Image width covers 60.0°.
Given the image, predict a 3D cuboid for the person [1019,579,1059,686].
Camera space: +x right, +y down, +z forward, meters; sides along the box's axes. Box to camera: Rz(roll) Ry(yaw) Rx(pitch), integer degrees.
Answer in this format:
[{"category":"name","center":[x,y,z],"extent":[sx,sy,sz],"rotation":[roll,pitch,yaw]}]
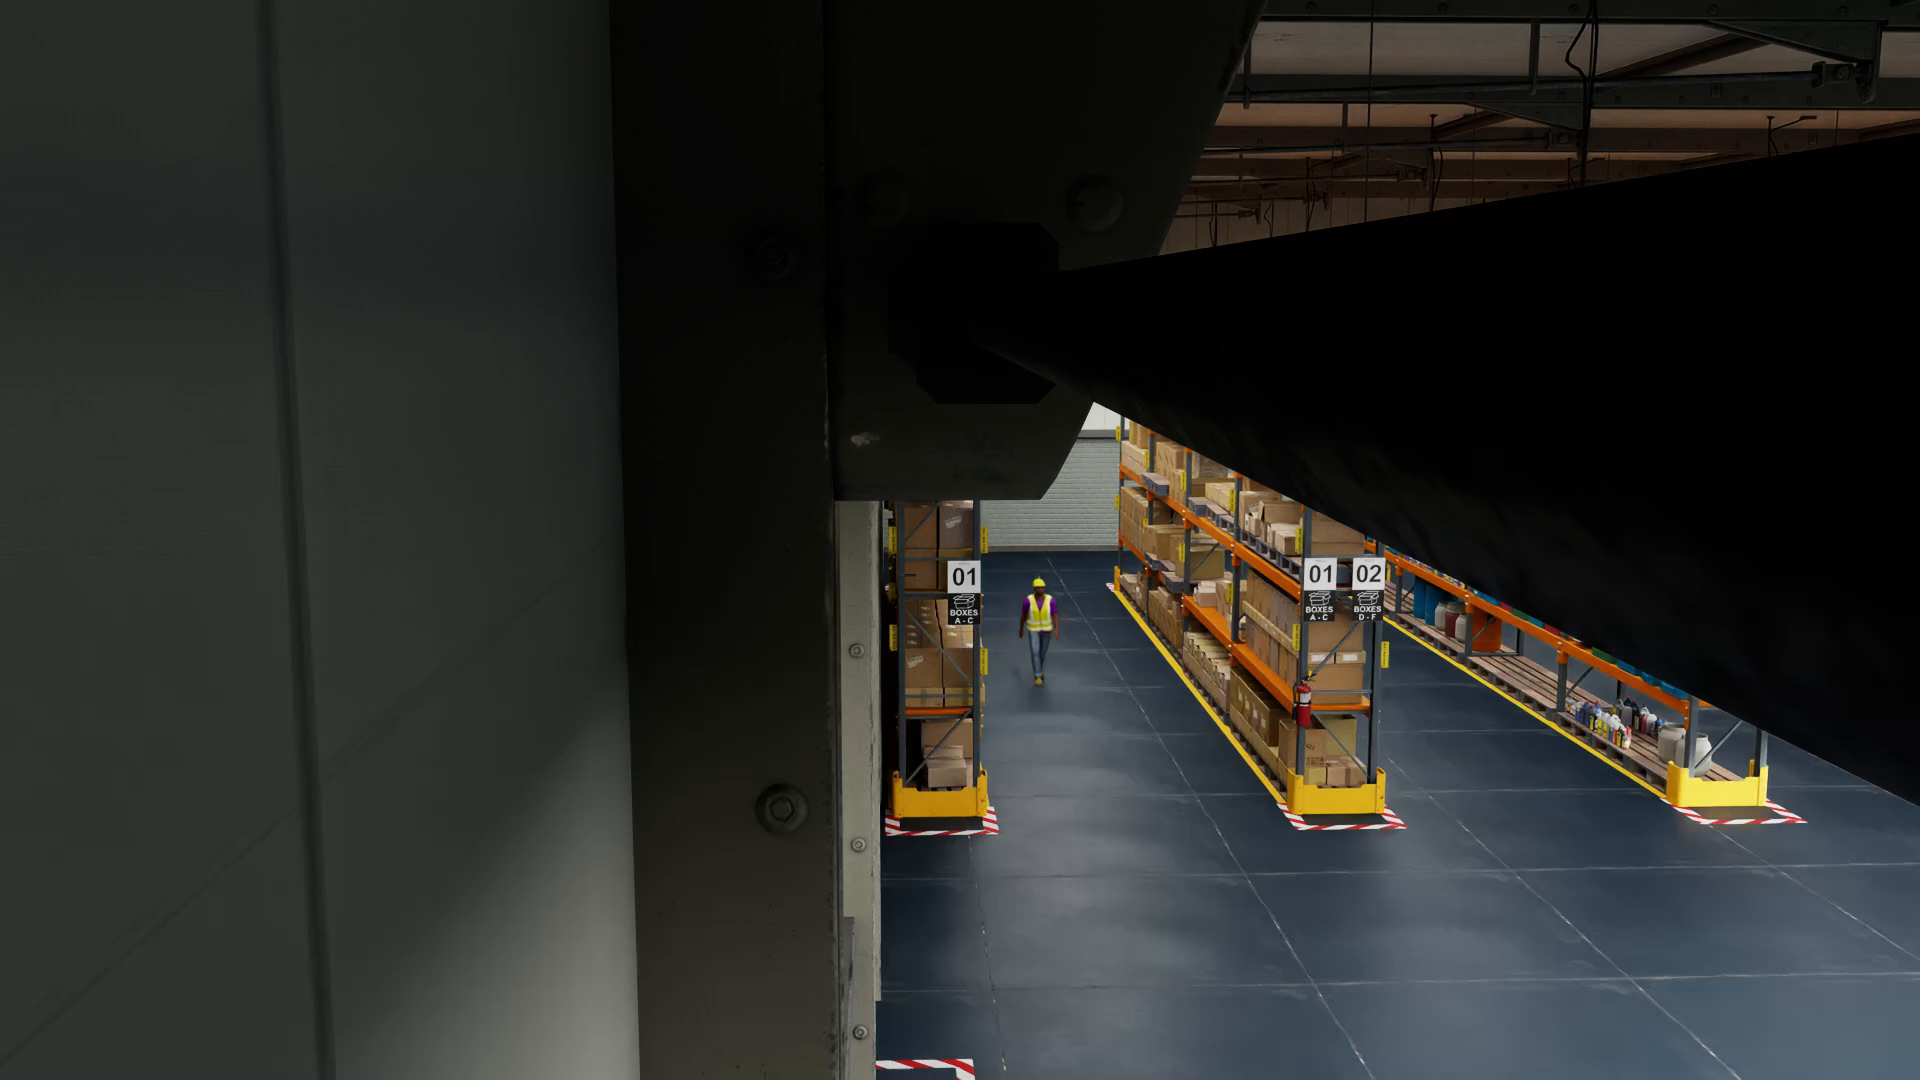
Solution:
[{"category":"person","center":[1.340,1.495,27.631],"extent":[0.593,1.706,1.079],"rotation":[-2,8,-11]}]
